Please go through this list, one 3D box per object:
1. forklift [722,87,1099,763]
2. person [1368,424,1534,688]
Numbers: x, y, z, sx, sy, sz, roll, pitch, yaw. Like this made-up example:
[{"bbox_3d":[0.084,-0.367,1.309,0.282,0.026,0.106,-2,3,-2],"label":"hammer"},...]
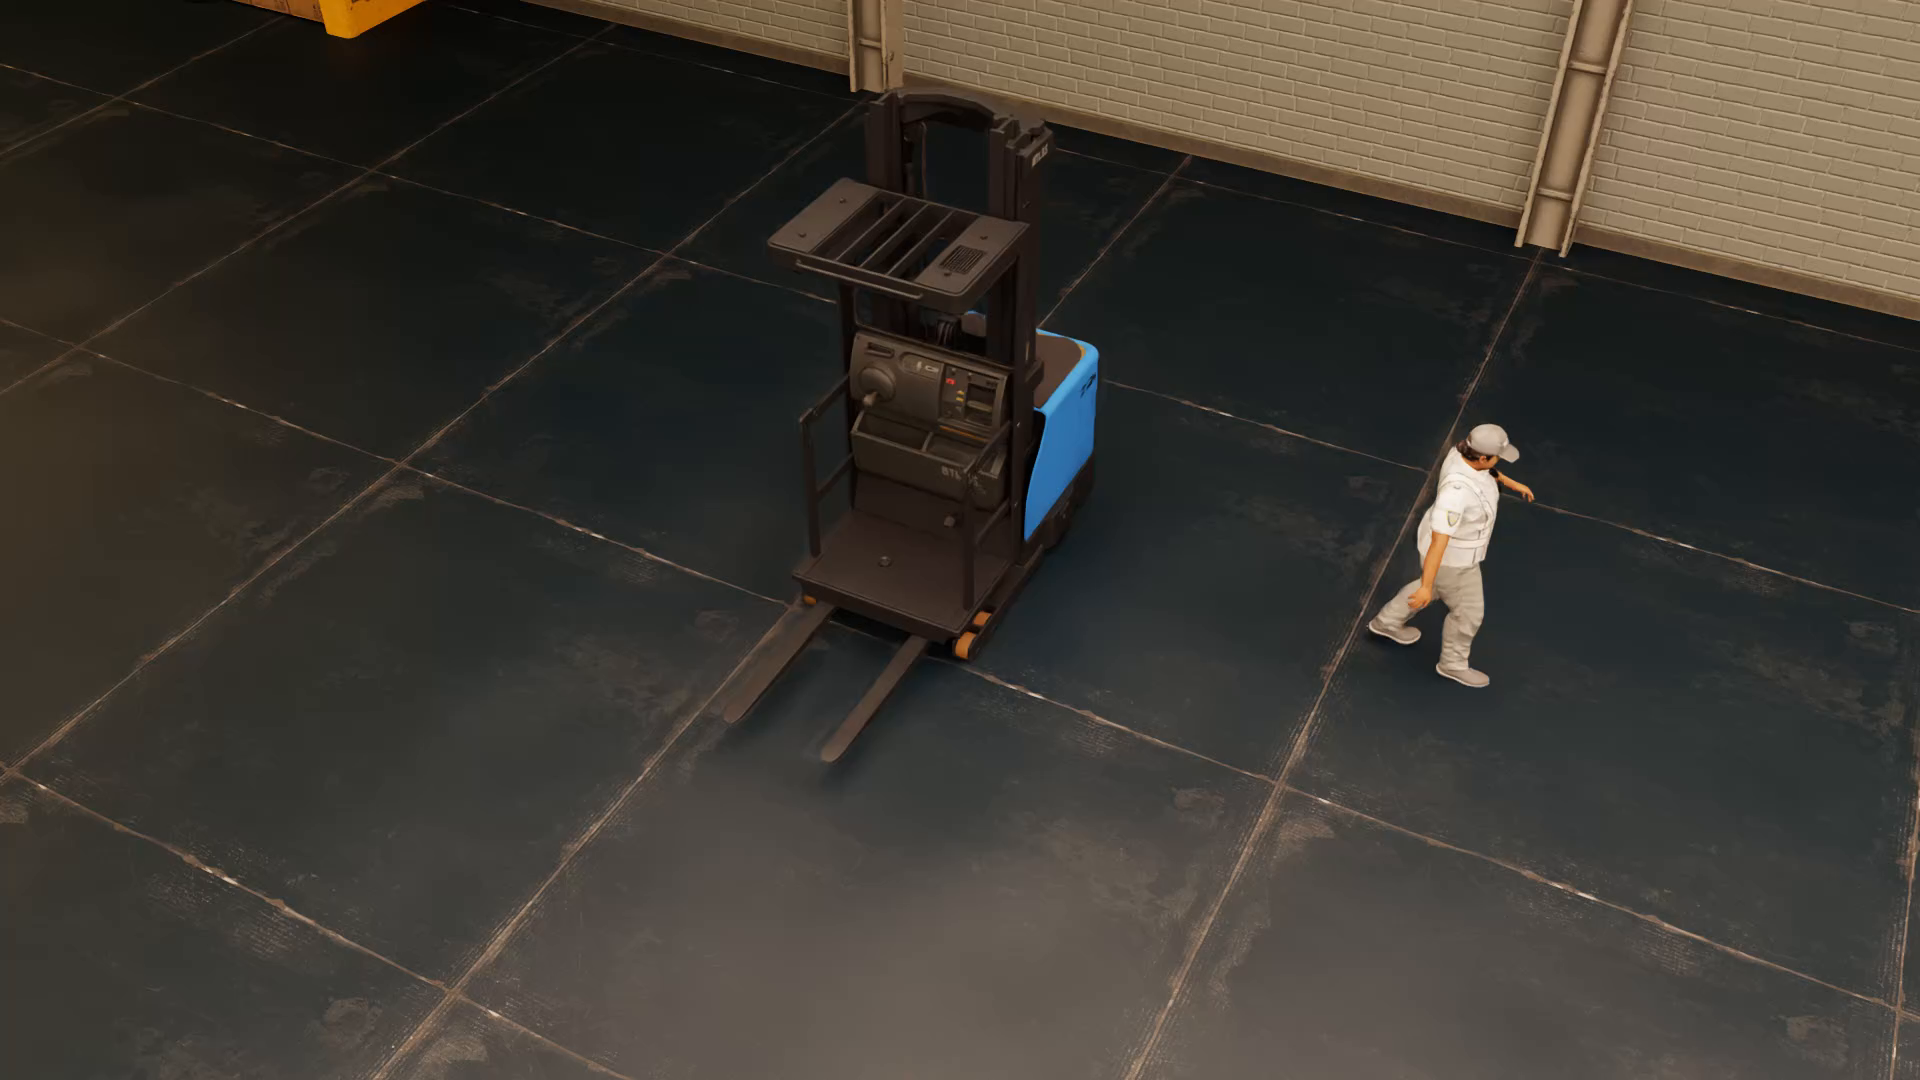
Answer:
[{"bbox_3d":[-0.272,-0.768,8.899,1.130,2.935,3.031,18,43,20],"label":"forklift"},{"bbox_3d":[2.665,0.069,8.923,0.728,1.644,0.884,11,41,12],"label":"person"}]
